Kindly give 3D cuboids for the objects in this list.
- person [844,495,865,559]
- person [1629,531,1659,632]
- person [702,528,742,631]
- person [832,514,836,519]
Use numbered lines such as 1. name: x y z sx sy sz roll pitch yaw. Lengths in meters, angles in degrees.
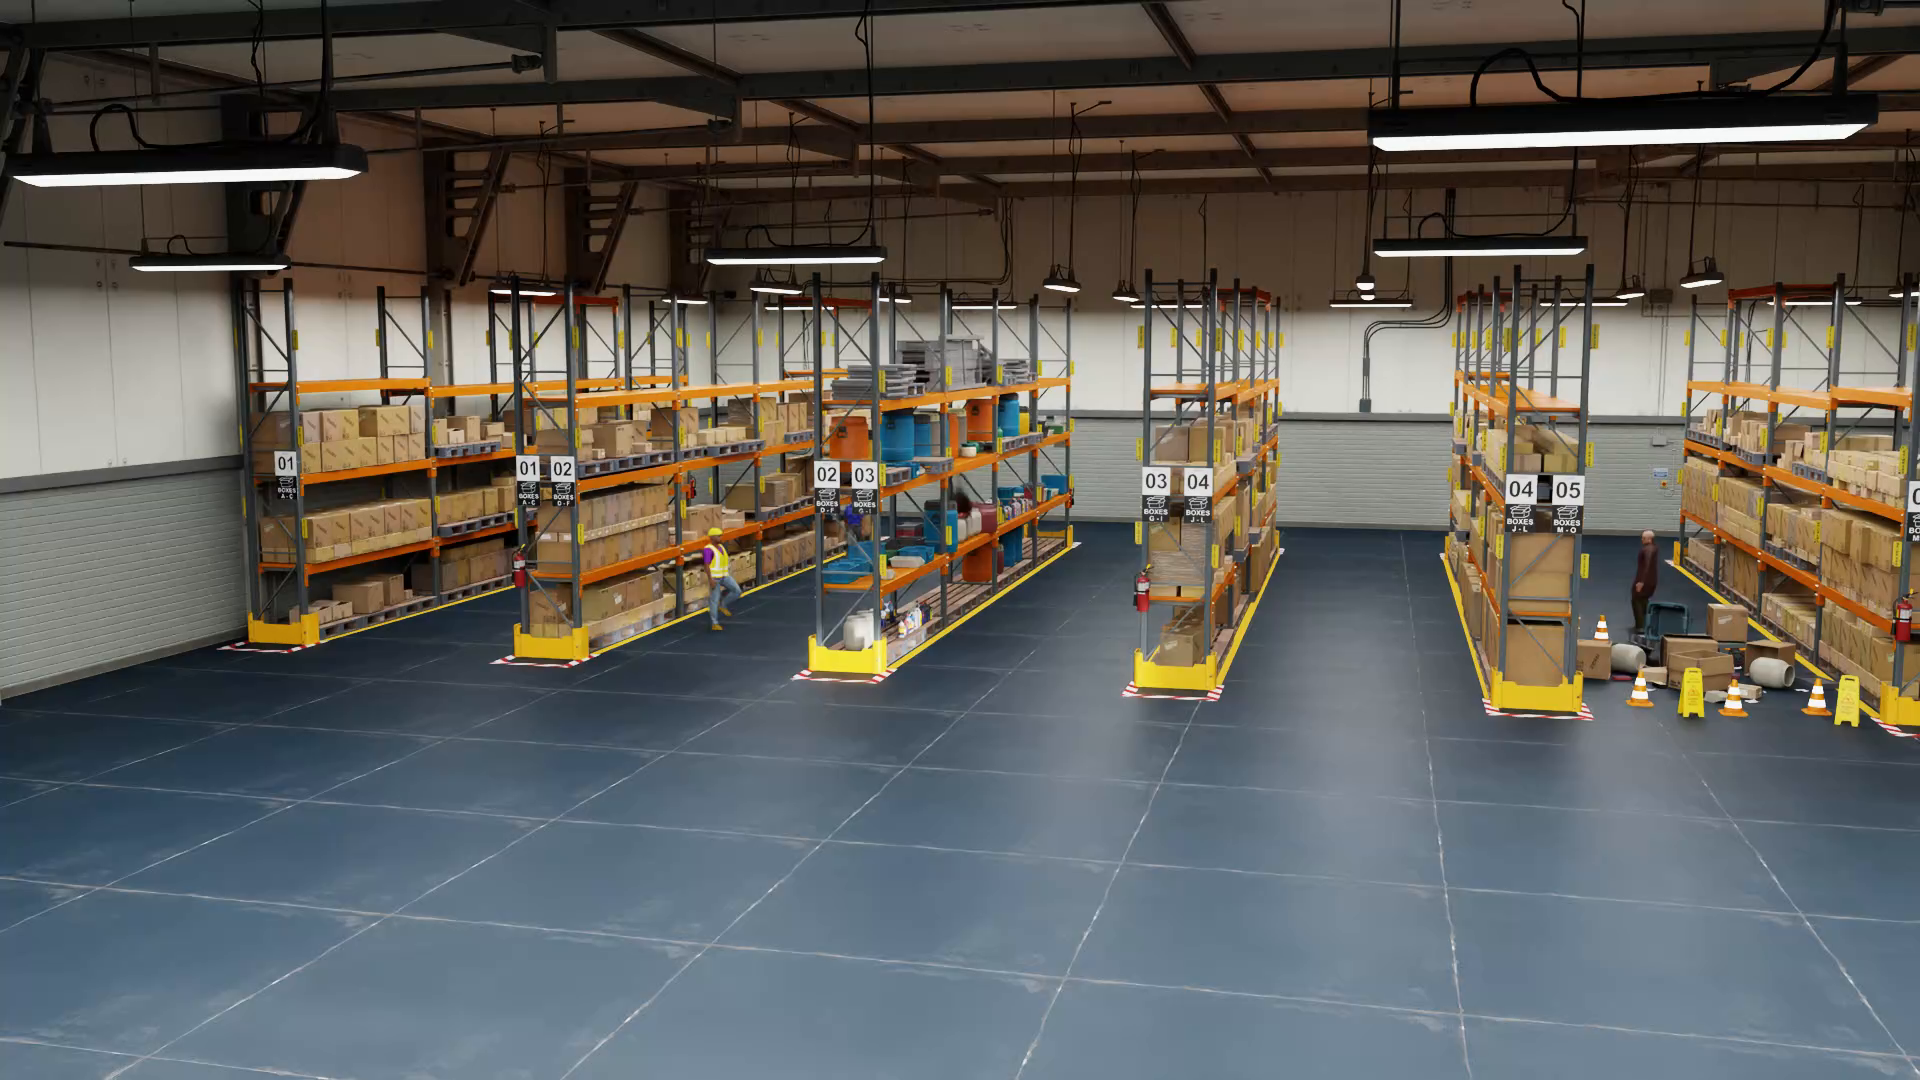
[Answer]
1. person: -2.346 -0.227 36.916 0.508 1.609 0.951 1 7 8
2. person: 11.786 0.736 28.630 0.589 1.808 0.485 -4 8 -33
3. person: -4.179 0.675 28.886 0.563 1.767 0.617 5 9 38
4. person: -3.380 -1.148 44.404 0.462 1.625 0.983 2 7 18
